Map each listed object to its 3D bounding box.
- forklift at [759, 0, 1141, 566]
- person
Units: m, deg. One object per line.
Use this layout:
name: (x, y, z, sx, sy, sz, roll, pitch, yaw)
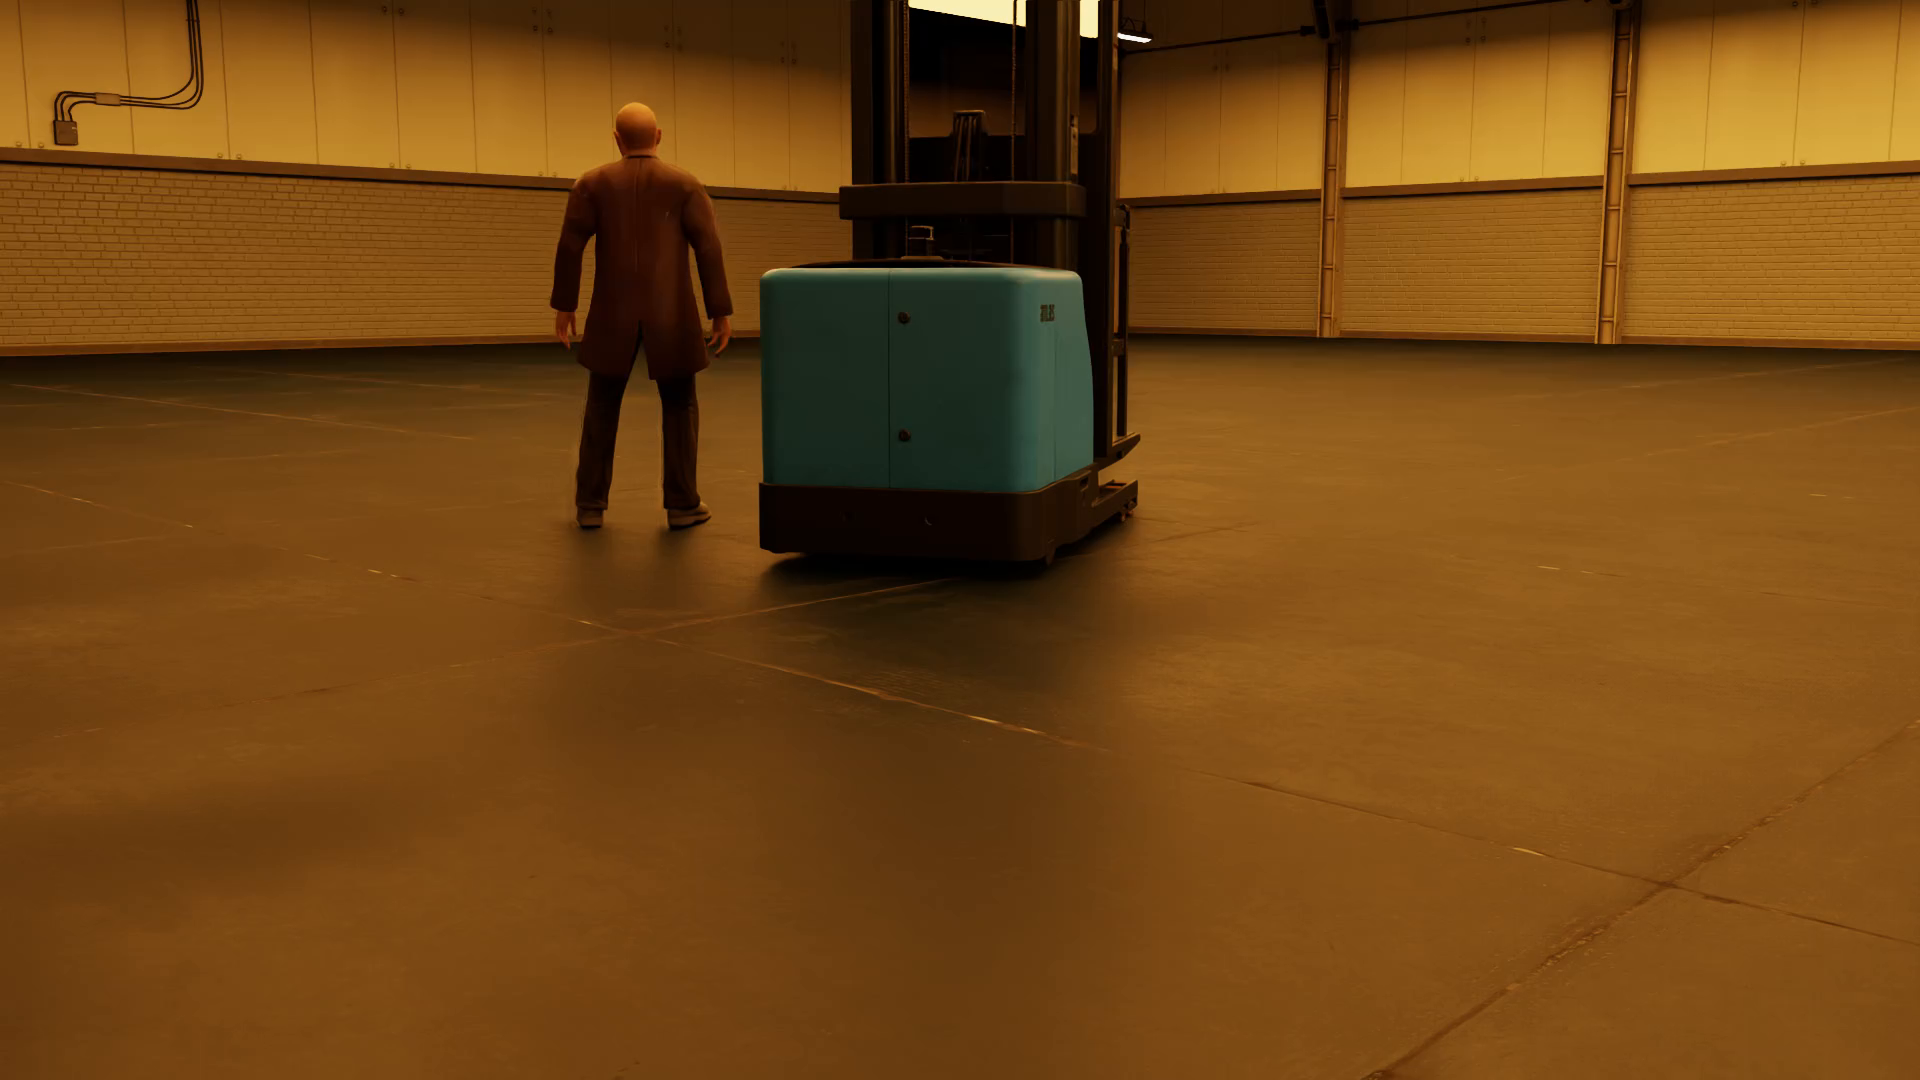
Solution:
forklift: (0.169, -1.537, 7.079, 1.130, 2.935, 3.031, 2, 9, 16)
person: (-1.343, -0.943, 7.052, 0.778, 1.766, 0.434, 0, 9, -3)
